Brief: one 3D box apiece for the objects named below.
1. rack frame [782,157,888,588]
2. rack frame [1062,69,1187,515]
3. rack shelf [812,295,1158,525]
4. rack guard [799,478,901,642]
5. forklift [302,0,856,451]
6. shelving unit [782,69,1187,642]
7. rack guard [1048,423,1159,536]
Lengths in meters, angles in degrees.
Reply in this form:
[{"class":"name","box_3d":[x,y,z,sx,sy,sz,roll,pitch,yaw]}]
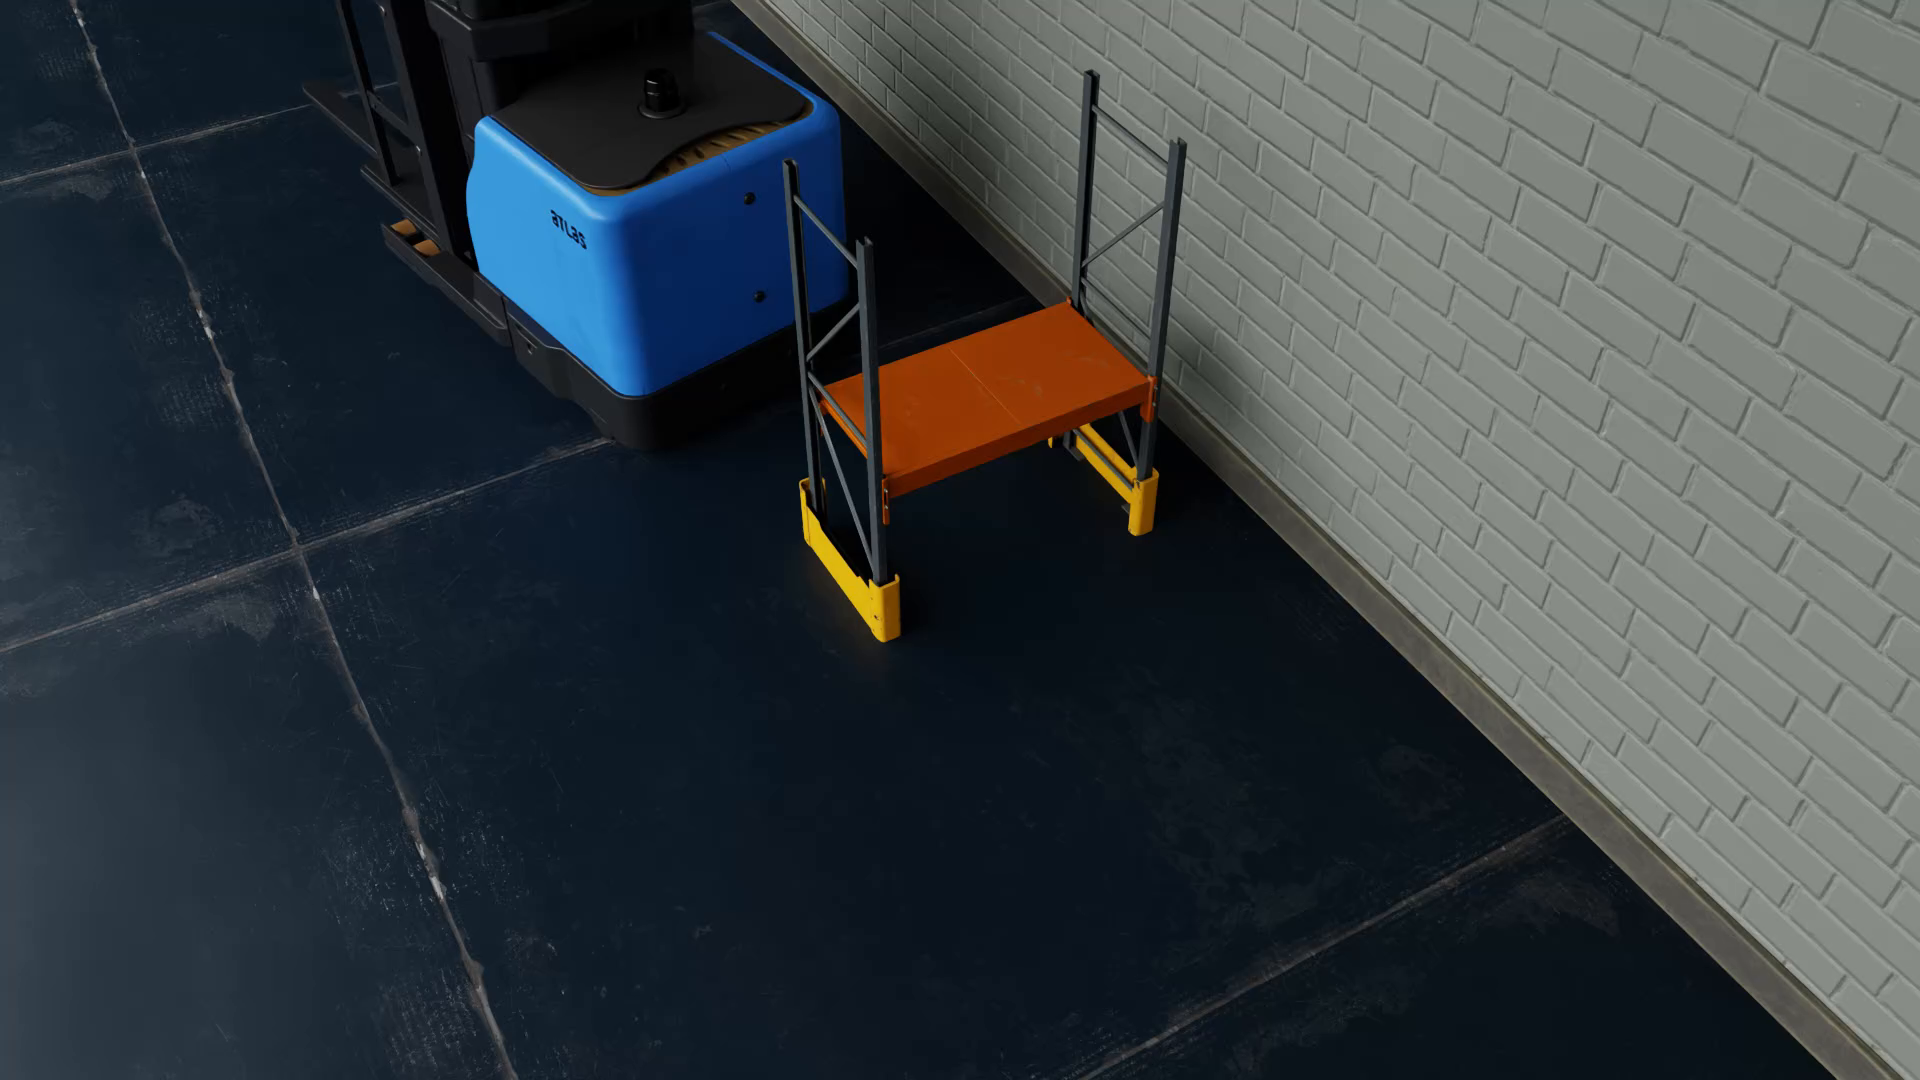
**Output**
[{"class":"rack frame","box_3d":[-0.367,-0.391,5.076,0.032,1.500,0.500,-22,48,-21]},{"class":"rack frame","box_3d":[0.515,-0.744,5.440,0.032,1.500,0.500,-22,48,-21]},{"class":"rack shelf","box_3d":[0.074,-0.439,5.383,1.000,0.185,0.538,-22,48,-21]},{"class":"rack guard","box_3d":[-0.366,0.057,5.512,0.087,0.250,0.587,-22,48,-21]},{"class":"forklift","box_3d":[-1.748,-2.324,6.040,1.130,2.935,3.031,-31,52,-28]},{"class":"shelving unit","box_3d":[0.066,-0.565,5.255,1.083,1.500,0.587,-22,48,-21]},{"class":"rack guard","box_3d":[0.498,-0.289,5.868,0.087,0.250,0.587,-22,48,-21]}]
